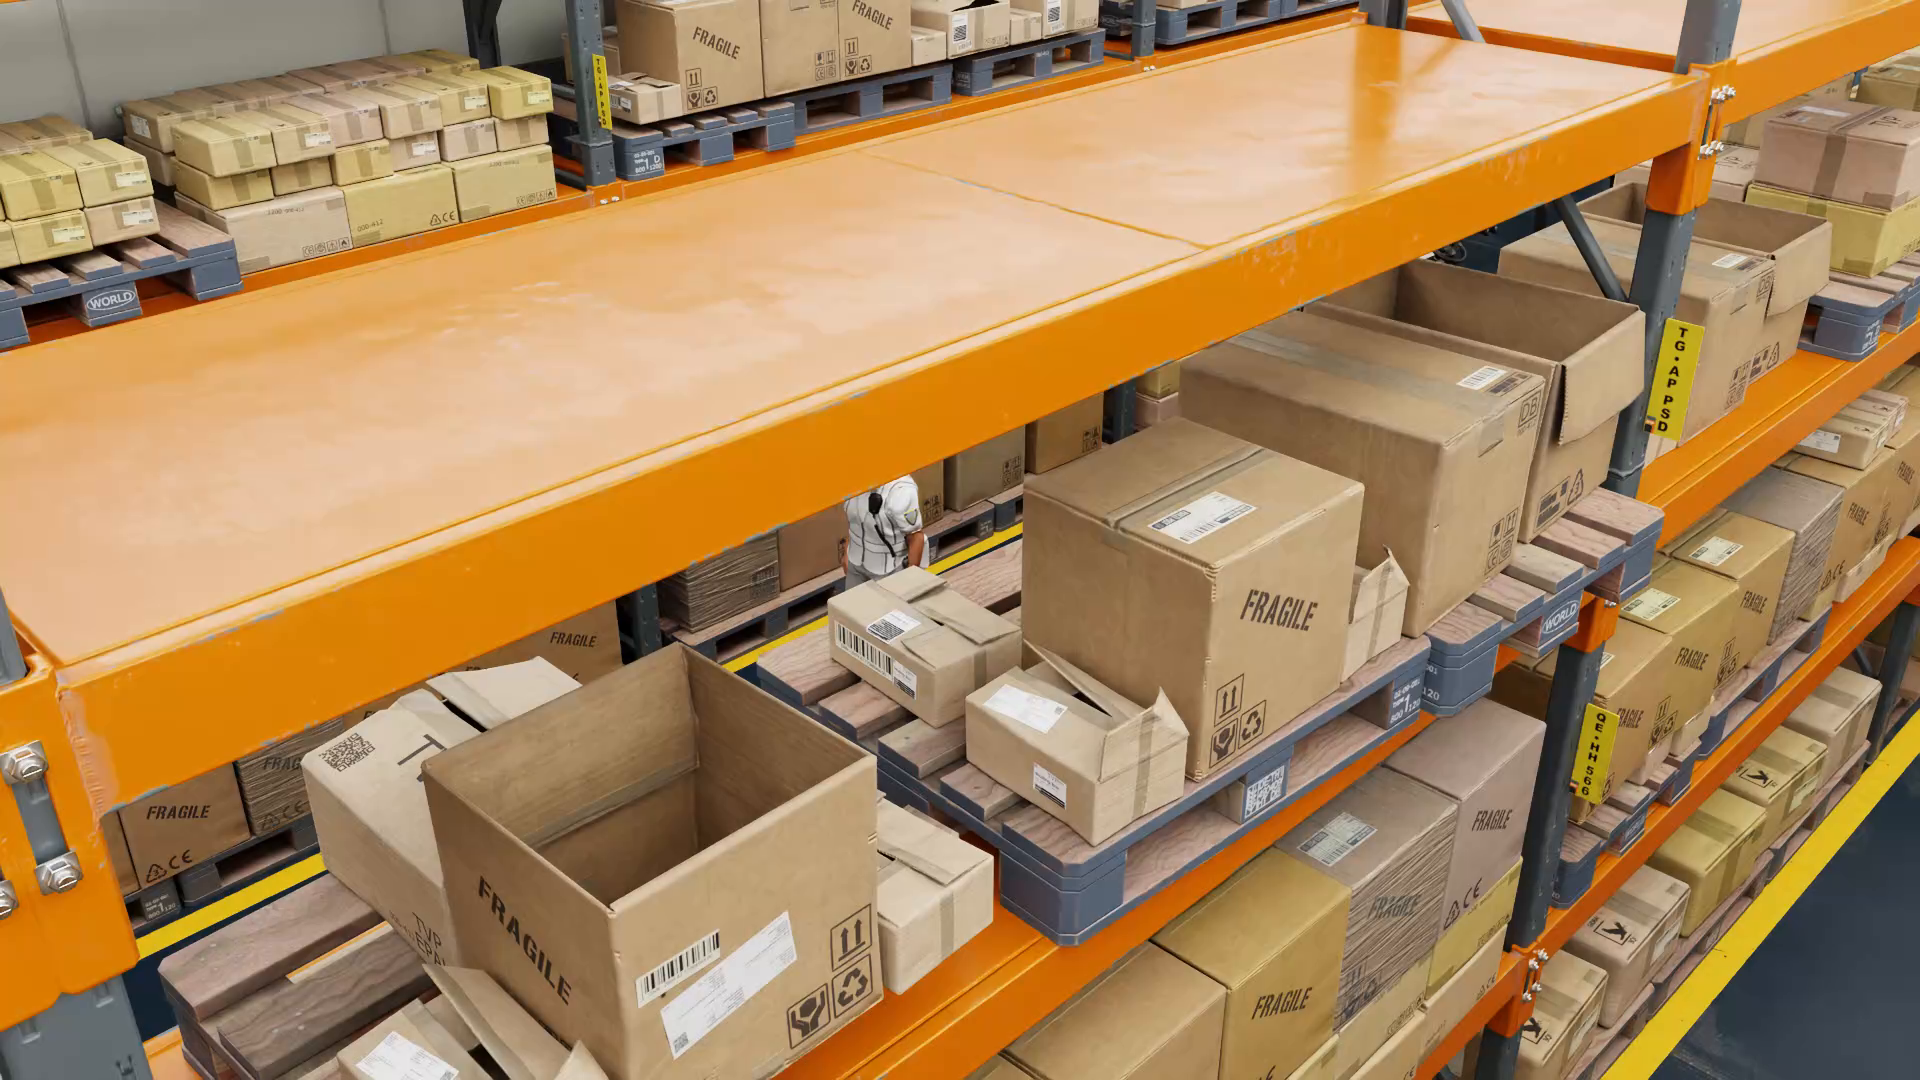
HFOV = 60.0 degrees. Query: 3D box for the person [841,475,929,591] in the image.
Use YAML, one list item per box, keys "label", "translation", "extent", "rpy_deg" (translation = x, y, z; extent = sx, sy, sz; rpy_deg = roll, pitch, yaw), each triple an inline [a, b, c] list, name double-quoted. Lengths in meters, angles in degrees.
- label: "person"
  translation: [-0.423, 0.156, 8.604]
  extent: [0.537, 1.665, 0.469]
  rpy_deg: [24, 36, 38]
